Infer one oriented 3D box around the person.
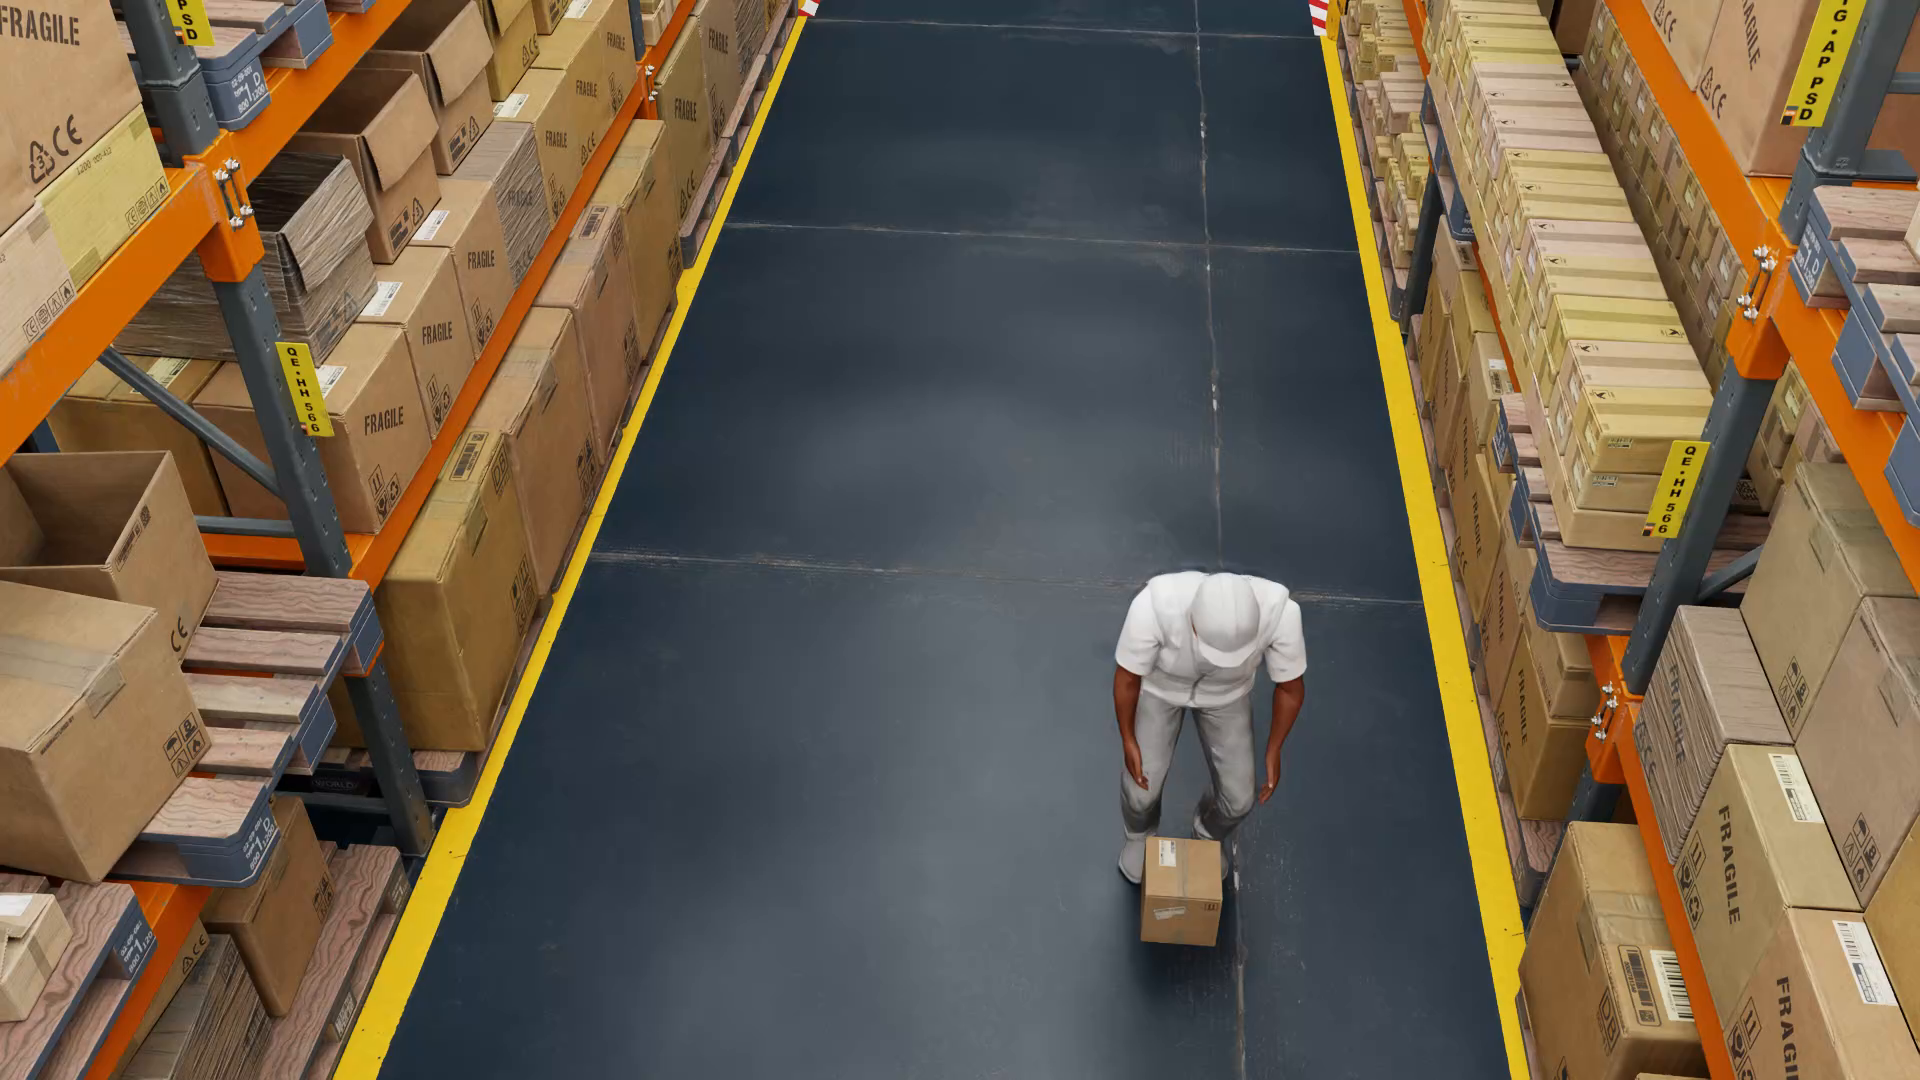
[{"bbox_3d":[0.822,0.582,5.614,0.625,1.543,0.666,4,40,4],"label":"person"}]
